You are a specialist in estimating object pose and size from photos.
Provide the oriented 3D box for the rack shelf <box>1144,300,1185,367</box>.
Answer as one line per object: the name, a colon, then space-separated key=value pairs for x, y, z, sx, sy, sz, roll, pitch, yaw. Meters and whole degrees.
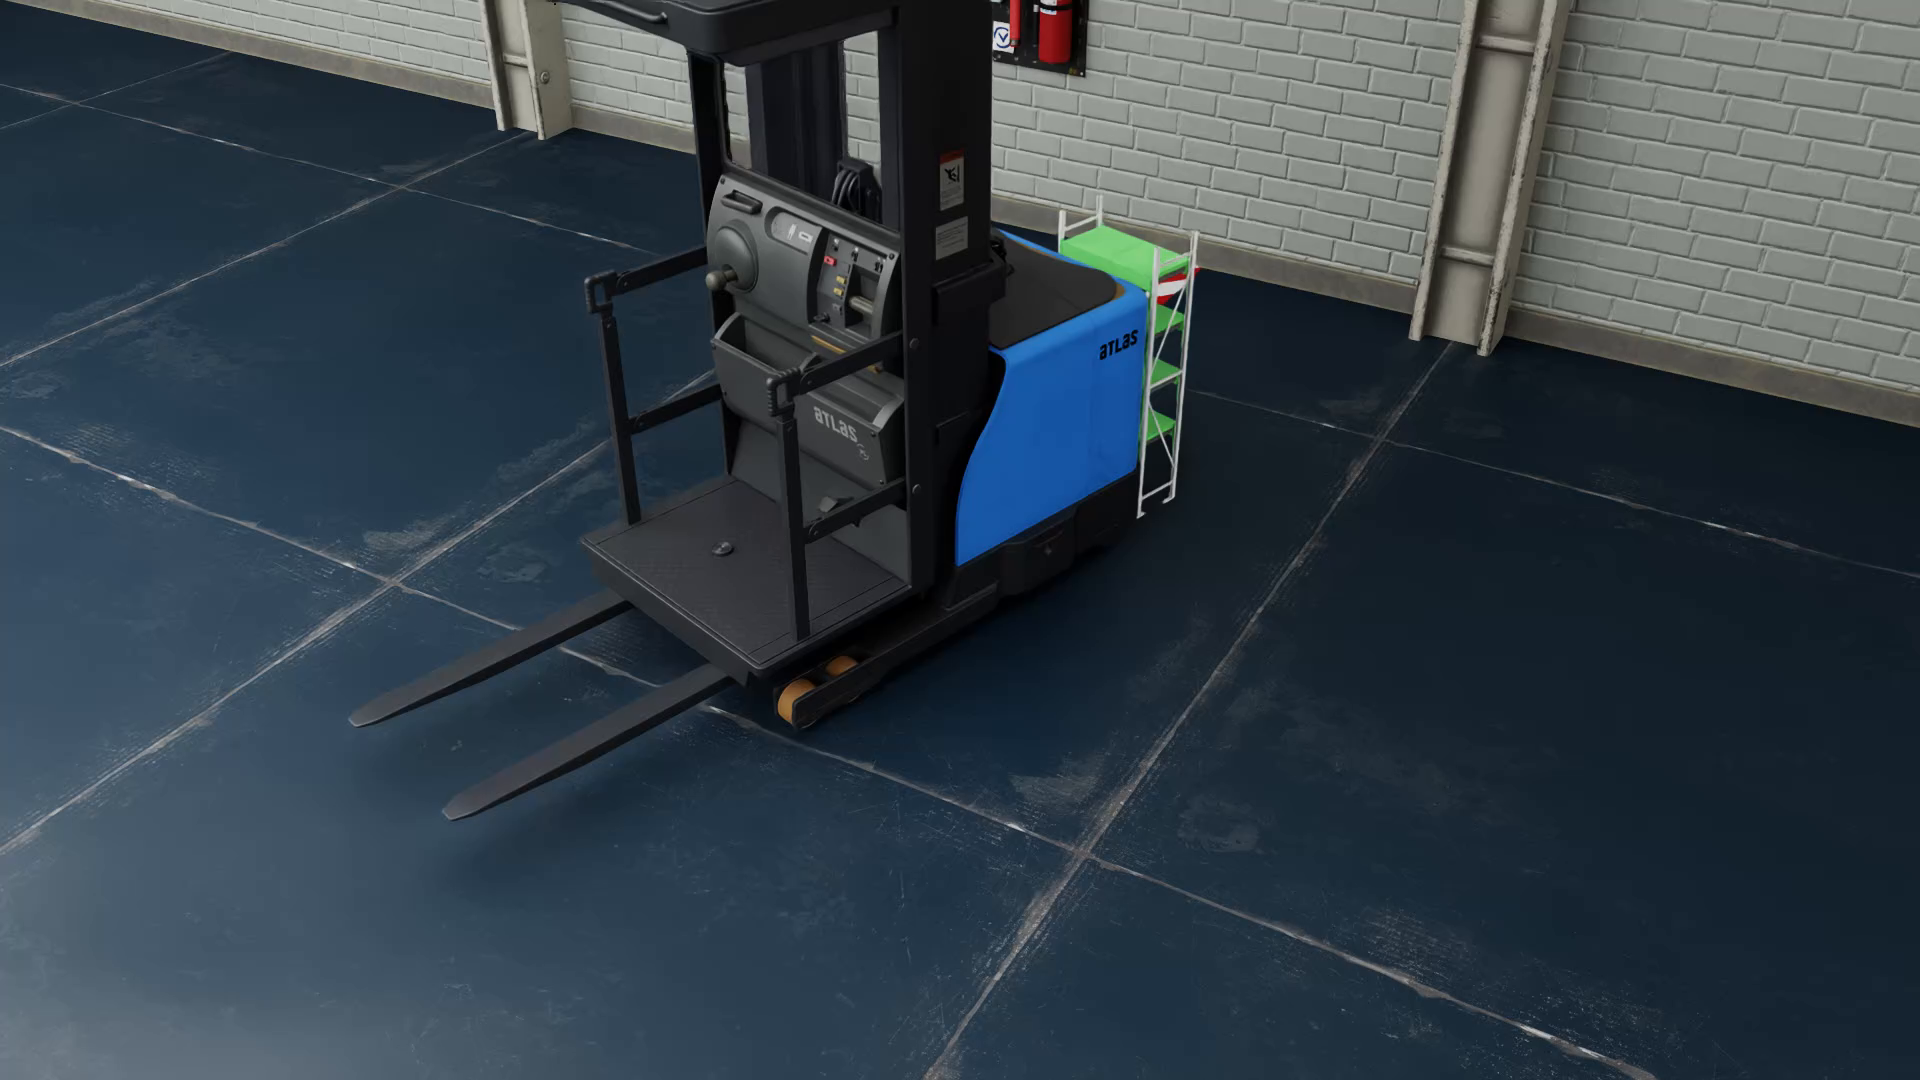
rack shelf: x=0.649 y=-0.881 z=6.671 sx=0.258 sy=0.148 sz=0.480 roll=-28 pitch=43 yaw=-35

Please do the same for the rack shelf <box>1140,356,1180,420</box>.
rack shelf: x=0.648 y=-0.681 z=6.803 sx=0.258 sy=0.148 sz=0.480 roll=-28 pitch=43 yaw=-35

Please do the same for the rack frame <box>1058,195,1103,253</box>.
rack frame: x=0.479 y=-0.832 z=6.915 sx=0.240 sy=1.200 sz=0.015 roll=-28 pitch=43 yaw=-35

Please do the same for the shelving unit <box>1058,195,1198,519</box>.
shelving unit: x=0.648 y=-0.734 z=6.768 sx=0.258 sy=1.200 sz=0.503 roll=-28 pitch=43 yaw=-35

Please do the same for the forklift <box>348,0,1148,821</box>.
forklift: x=-0.689 y=-0.894 z=5.448 sx=3.031 sy=2.935 sz=1.130 roll=-28 pitch=43 yaw=-35

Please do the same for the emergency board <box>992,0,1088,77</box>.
emergency board: x=0.346 y=-2.966 z=8.498 sx=0.643 sy=1.169 sz=0.194 roll=18 pitch=37 yaw=24

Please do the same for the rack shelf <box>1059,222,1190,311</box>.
rack shelf: x=0.650 y=-1.081 z=6.539 sx=0.258 sy=0.148 sz=0.480 roll=-28 pitch=43 yaw=-35

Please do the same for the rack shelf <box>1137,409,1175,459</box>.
rack shelf: x=0.647 y=-0.480 z=6.935 sx=0.258 sy=0.148 sz=0.480 roll=-28 pitch=43 yaw=-35

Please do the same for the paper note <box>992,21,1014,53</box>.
paper note: x=0.227 y=-2.681 z=8.865 sx=0.142 sy=0.148 sz=0.016 roll=18 pitch=37 yaw=24

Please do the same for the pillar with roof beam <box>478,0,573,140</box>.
pillar with roof beam: x=-4.872 y=-4.343 z=5.154 sx=0.400 sy=9.000 sz=9.100 roll=18 pitch=37 yaw=24

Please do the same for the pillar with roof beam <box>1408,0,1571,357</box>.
pillar with roof beam: x=0.337 y=-2.693 z=2.676 sx=0.400 sy=9.000 sz=9.100 roll=18 pitch=37 yaw=24

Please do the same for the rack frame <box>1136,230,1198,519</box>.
rack frame: x=0.817 y=-0.636 z=6.622 sx=0.240 sy=1.200 sz=0.015 roll=-28 pitch=43 yaw=-35
